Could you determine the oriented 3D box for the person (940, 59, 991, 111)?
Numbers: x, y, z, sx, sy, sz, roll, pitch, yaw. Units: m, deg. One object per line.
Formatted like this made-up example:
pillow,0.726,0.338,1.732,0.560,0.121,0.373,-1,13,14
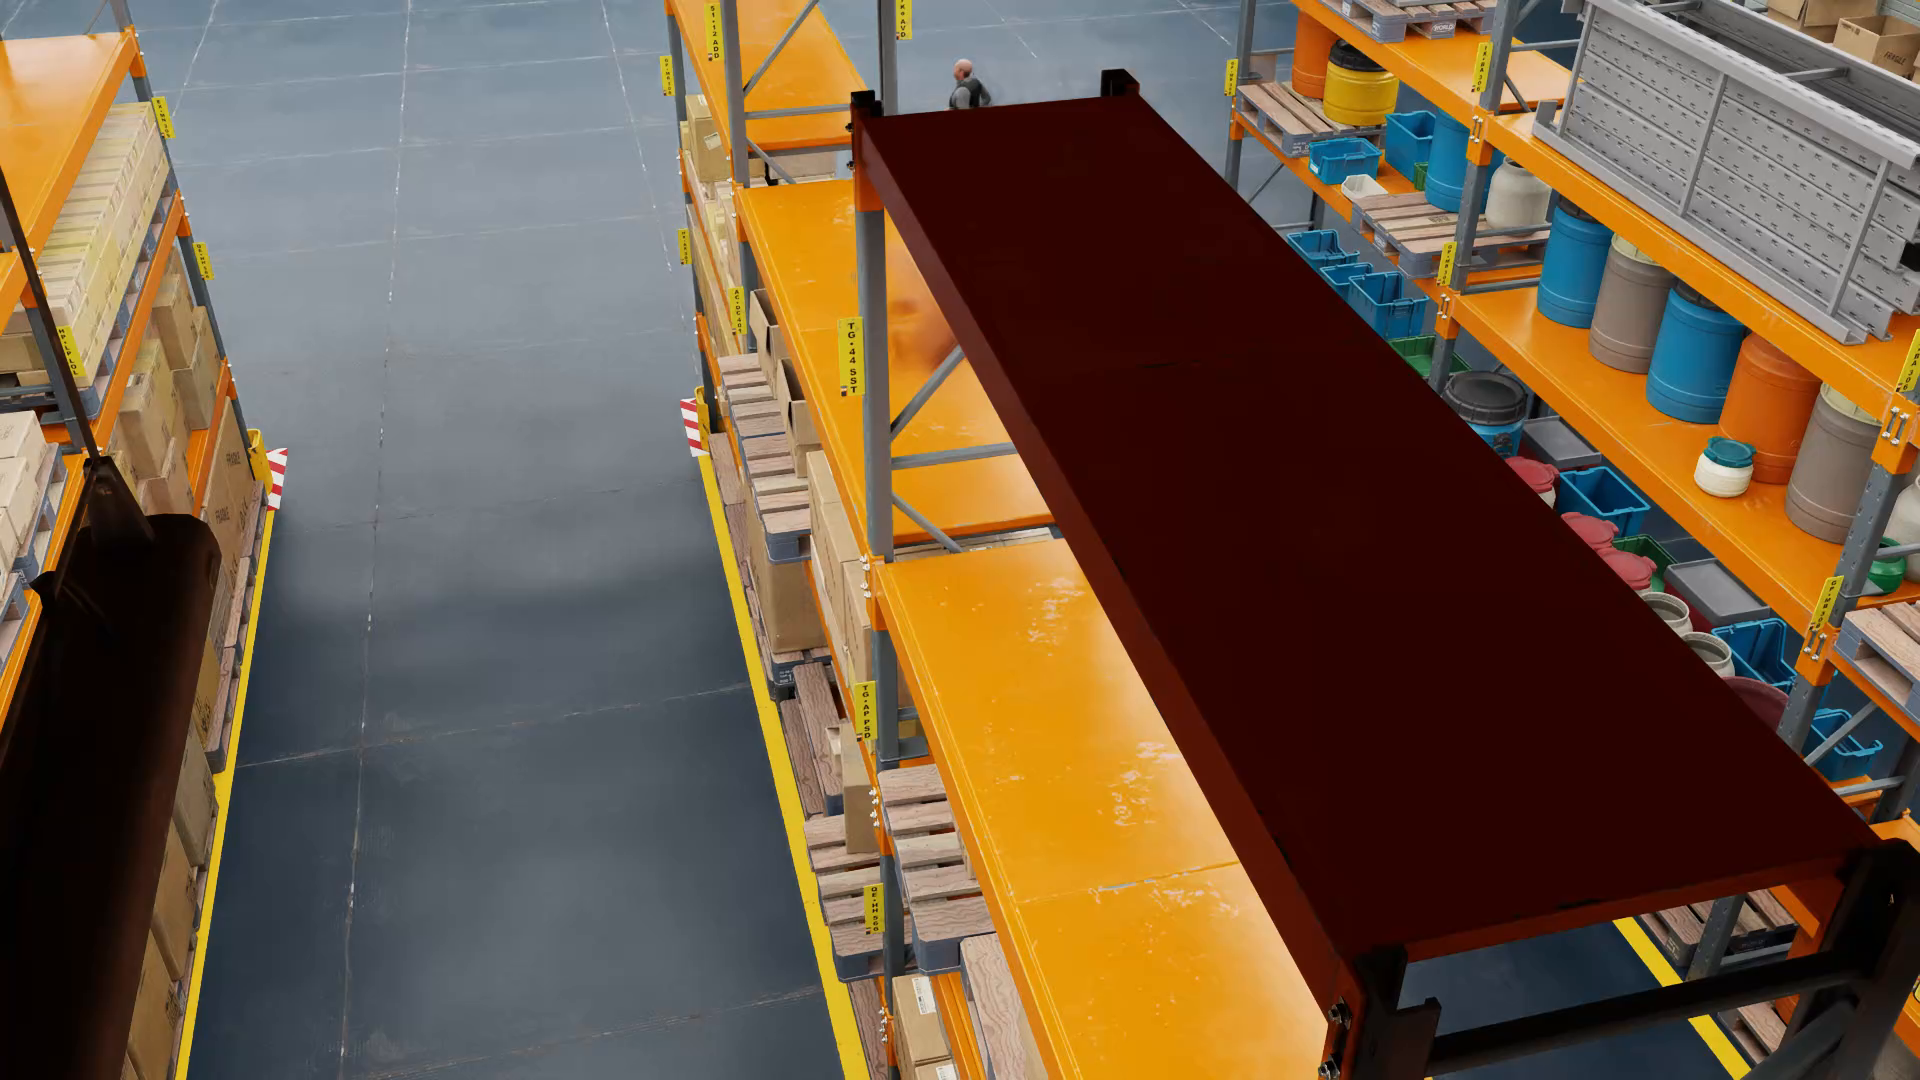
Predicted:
person,0.134,-4.735,19.475,0.837,1.755,0.656,7,35,11
